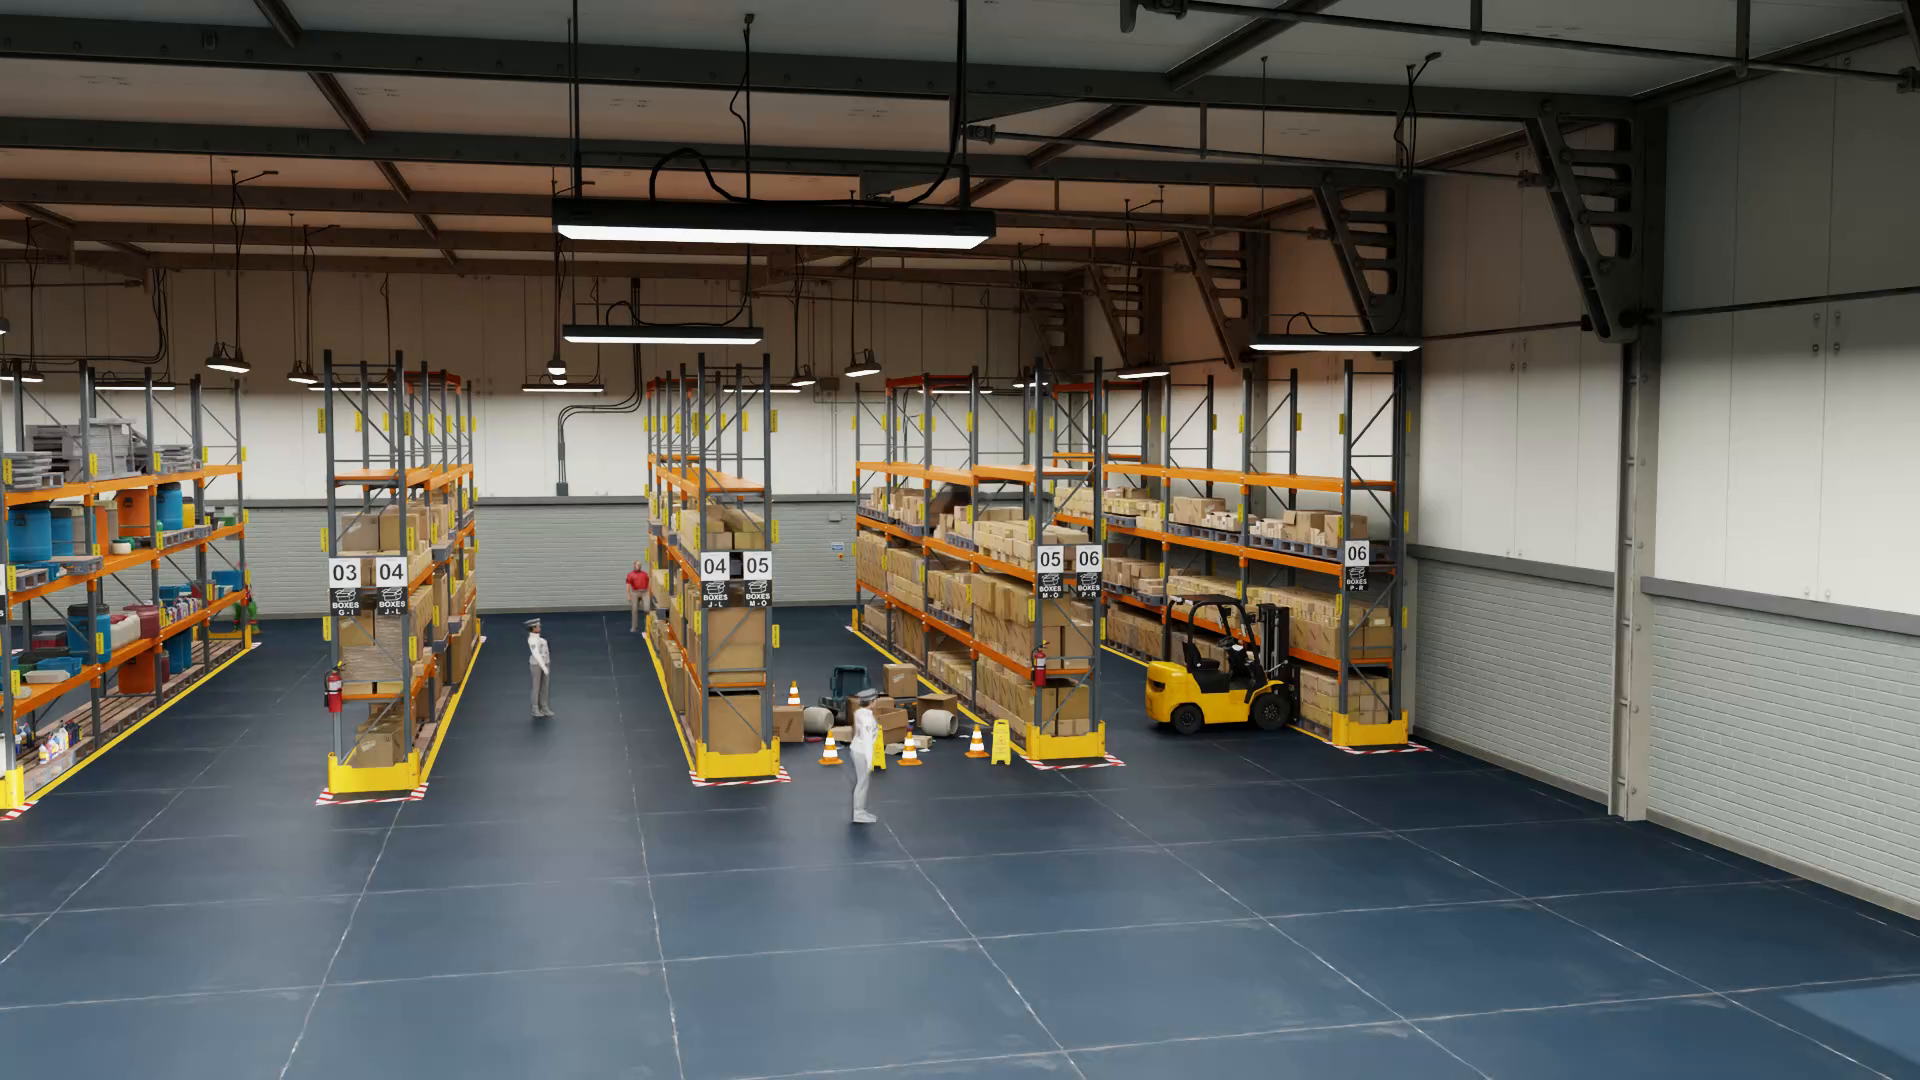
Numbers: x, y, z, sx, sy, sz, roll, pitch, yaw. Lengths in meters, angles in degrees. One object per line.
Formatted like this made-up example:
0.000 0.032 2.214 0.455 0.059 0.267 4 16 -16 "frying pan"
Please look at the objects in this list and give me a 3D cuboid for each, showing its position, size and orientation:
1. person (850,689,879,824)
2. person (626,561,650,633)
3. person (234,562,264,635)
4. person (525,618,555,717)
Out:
-1.201 2.712 20.905 0.351 1.688 0.514 -1 4 -15 "person"
-7.733 1.415 40.172 0.654 1.645 0.533 -1 4 -8 "person"
-16.903 1.376 39.358 1.053 1.736 0.543 4 6 44 "person"
-7.174 2.194 28.523 0.528 1.714 0.548 2 4 22 "person"
